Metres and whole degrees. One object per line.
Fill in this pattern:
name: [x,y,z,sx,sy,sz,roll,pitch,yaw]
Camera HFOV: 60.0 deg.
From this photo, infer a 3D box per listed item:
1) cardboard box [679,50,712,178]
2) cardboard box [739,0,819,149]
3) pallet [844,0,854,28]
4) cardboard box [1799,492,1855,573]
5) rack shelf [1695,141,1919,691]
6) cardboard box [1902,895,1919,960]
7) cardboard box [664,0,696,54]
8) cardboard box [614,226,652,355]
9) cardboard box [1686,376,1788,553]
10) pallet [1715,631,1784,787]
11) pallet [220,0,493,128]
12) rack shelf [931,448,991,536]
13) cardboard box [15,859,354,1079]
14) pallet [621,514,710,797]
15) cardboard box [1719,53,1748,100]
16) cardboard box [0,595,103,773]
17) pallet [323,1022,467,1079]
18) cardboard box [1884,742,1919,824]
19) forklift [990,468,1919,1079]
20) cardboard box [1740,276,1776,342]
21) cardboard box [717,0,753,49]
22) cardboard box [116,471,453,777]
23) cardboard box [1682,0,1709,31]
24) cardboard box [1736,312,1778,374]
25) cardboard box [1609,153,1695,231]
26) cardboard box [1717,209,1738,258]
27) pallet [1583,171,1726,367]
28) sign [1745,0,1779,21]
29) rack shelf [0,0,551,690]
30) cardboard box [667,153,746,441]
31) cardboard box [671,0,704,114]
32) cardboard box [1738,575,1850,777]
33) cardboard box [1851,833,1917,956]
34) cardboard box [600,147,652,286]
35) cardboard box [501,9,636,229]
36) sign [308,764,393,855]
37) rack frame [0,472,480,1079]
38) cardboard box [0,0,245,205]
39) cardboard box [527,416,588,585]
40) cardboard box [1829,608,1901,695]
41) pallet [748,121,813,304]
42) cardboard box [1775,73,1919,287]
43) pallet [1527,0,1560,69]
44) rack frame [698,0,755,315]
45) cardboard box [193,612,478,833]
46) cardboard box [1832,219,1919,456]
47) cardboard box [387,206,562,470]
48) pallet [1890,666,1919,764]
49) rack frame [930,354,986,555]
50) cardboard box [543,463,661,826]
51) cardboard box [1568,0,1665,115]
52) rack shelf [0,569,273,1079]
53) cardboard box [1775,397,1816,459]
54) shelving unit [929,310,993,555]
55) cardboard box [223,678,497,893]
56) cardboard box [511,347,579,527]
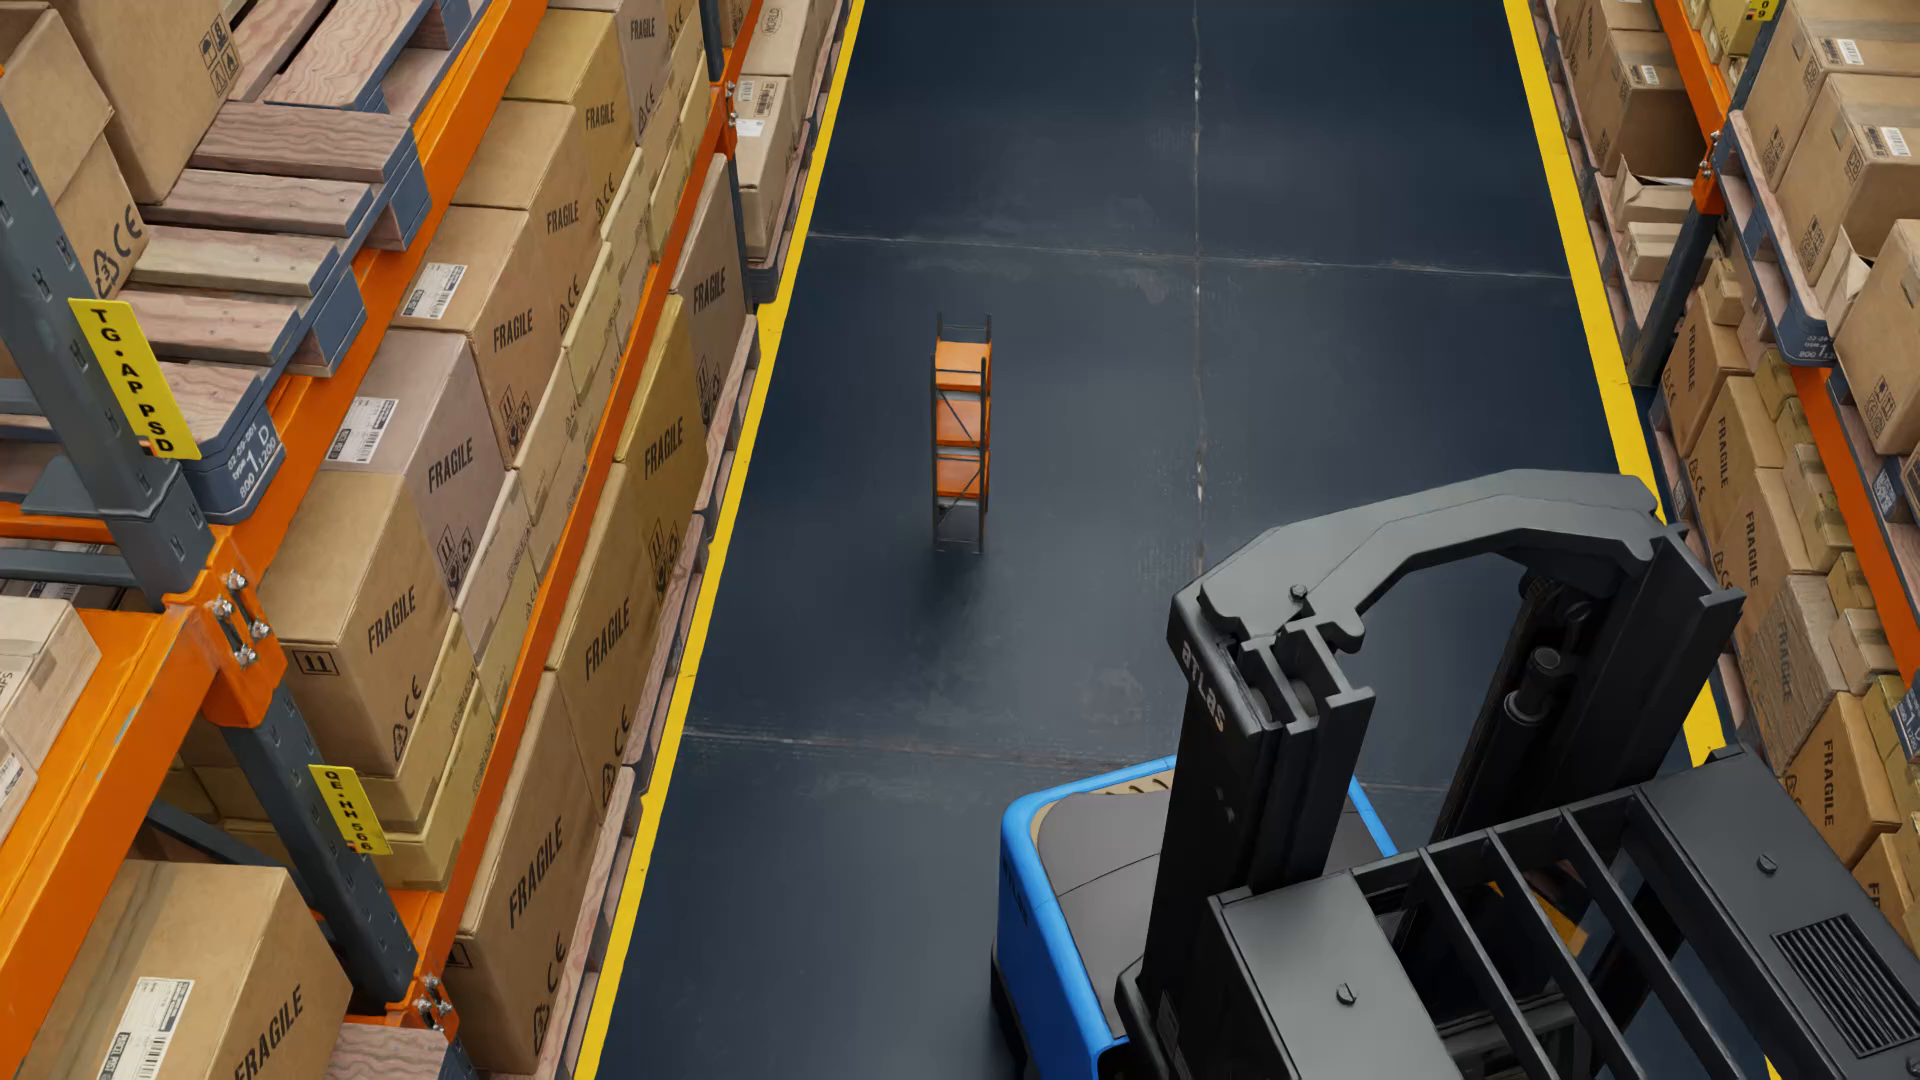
cardboard box: [-1.246,-1.638,6.343,0.500,0.250,0.500,3,48,3]
cardboard box: [-1.211,-2.424,8.412,0.875,0.438,0.875,3,48,2]
pallet: [-1.087,-3.441,9.780,1.003,0.211,1.213,4,48,4]
cardboard box: [3.133,-0.012,5.724,0.380,0.149,0.250,5,48,5]
rack shelf: [3.305,0.008,5.223,1.077,0.370,4.000,4,48,4]
cardboard box: [2.909,1.135,4.674,0.380,0.149,0.250,2,48,2]
cardboard box: [-1.247,-2.061,5.883,0.500,0.500,0.500,5,48,5]
cardboard box: [-1.359,-0.894,5.663,0.500,0.250,0.500,3,48,2]
cardboard box: [3.180,-0.270,6.400,0.500,0.500,0.500,3,48,3]
pallet: [3.342,0.736,5.960,1.003,0.211,1.213,4,48,4]
pallet: [-1.716,-1.343,4.067,1.003,0.211,1.213,6,48,5]
rack shelf: [0.005,-0.199,6.637,0.215,0.259,0.240,4,48,4]
cardboard box: [-1.586,0.981,3.292,0.500,0.500,0.500,3,48,2]
pallet: [-1.560,0.377,6.288,1.003,0.211,1.213,4,48,4]
cardboard box: [3.264,-1.871,6.624,0.380,0.149,0.250,4,48,4]
cardboard box: [-1.641,0.222,2.678,0.380,0.149,0.250,4,48,4]
pallet: [-1.780,1.500,3.502,1.213,0.211,1.003,4,48,4]
cardboard box: [3.046,0.754,5.023,0.380,0.149,0.250,5,48,5]
forklift: [1.031,1.398,3.511,1.130,2.935,3.031,-13,49,-12]
cardboard box: [3.213,-0.882,6.318,0.380,0.149,0.250,2,48,2]
cardboard box: [-1.153,-2.396,6.867,0.500,0.500,0.500,5,48,5]
cardboard box: [-1.533,0.187,3.827,0.500,0.500,0.500,2,48,2]
cardboard box: [3.266,-2.256,6.977,0.380,0.149,0.250,5,48,5]
cardboard box: [3.241,-0.767,6.414,0.380,0.149,0.250,3,48,2]
cardboard box: [3.278,-1.615,7.788,0.396,0.266,0.258,5,48,5]
cardboard box: [3.782,-1.408,7.569,0.500,0.311,0.500,5,48,5]
pallet: [3.550,-1.268,7.792,1.003,0.211,1.213,4,48,4]
sign: [2.946,-2.027,6.011,0.100,0.325,0.005,4,48,4]
rack shelf: [-1.639,-1.335,4.419,1.077,0.370,4.000,4,48,4]
cardboard box: [-1.433,-0.999,6.812,0.875,0.875,0.875,5,48,5]
cardboard box: [-1.255,-1.813,6.164,0.500,0.250,0.500,4,48,3]
cardboard box: [3.077,0.477,5.716,0.500,0.500,0.500,2,48,2]
cardboard box: [3.003,1.245,5.014,0.500,0.500,0.500,3,48,3]
cardboard box: [-1.334,-1.064,5.479,0.500,0.250,0.500,5,48,4]
cardboard box: [-1.353,-1.309,5.195,0.500,0.500,0.500,5,48,5]
sign: [-1.280,0.570,3.491,0.100,0.325,0.005,4,48,4]
rack frame: [-1.821,0.904,3.916,1.000,3.000,0.127,4,48,4]
cardboard box: [-1.920,-1.024,3.295,0.700,0.500,0.500,2,48,2]
cardboard box: [-1.443,-0.152,4.984,0.500,0.250,0.500,5,48,5]
cardboard box: [3.064,0.366,5.379,0.380,0.149,0.250,2,48,2]
pallet: [-1.309,-1.648,8.140,1.003,0.211,1.213,4,48,4]
cardboard box: [3.173,-1.159,5.451,0.700,0.500,0.500,4,48,4]
pallet: [3.773,-3.061,9.432,1.003,0.211,1.213,4,48,4]
rack frame: [-1.456,-2.035,6.605,1.000,3.000,0.127,4,48,4]
cardboard box: [-1.529,0.430,4.113,0.500,0.250,0.500,4,48,3]
cardboard box: [3.101,-0.582,4.923,0.700,0.500,0.500,4,48,3]
cardboard box: [-1.434,-0.557,4.508,0.500,0.500,0.500,5,48,5]
pallet: [3.114,0.797,4.144,1.213,0.211,1.003,4,48,4]
rack frame: [-0.006,-0.304,6.343,0.200,1.050,0.008,4,48,4]
cardboard box: [-1.590,0.322,5.604,0.875,0.875,0.875,4,48,4]
cardboard box: [3.437,-2.491,8.431,0.500,0.500,0.500,5,48,4]
rack shelf: [-2.003,1.604,1.731,1.077,0.370,4.000,4,48,4]
cardboard box: [3.218,-0.375,6.056,0.380,0.149,0.250,3,48,3]
shelving unit: [0.005,-0.394,6.424,0.215,1.050,0.252,4,48,4]
cardboard box: [-1.526,0.612,4.285,0.500,0.250,0.500,3,48,3]
cardboard box: [-1.423,-0.315,4.794,0.500,0.250,0.500,4,48,3]
